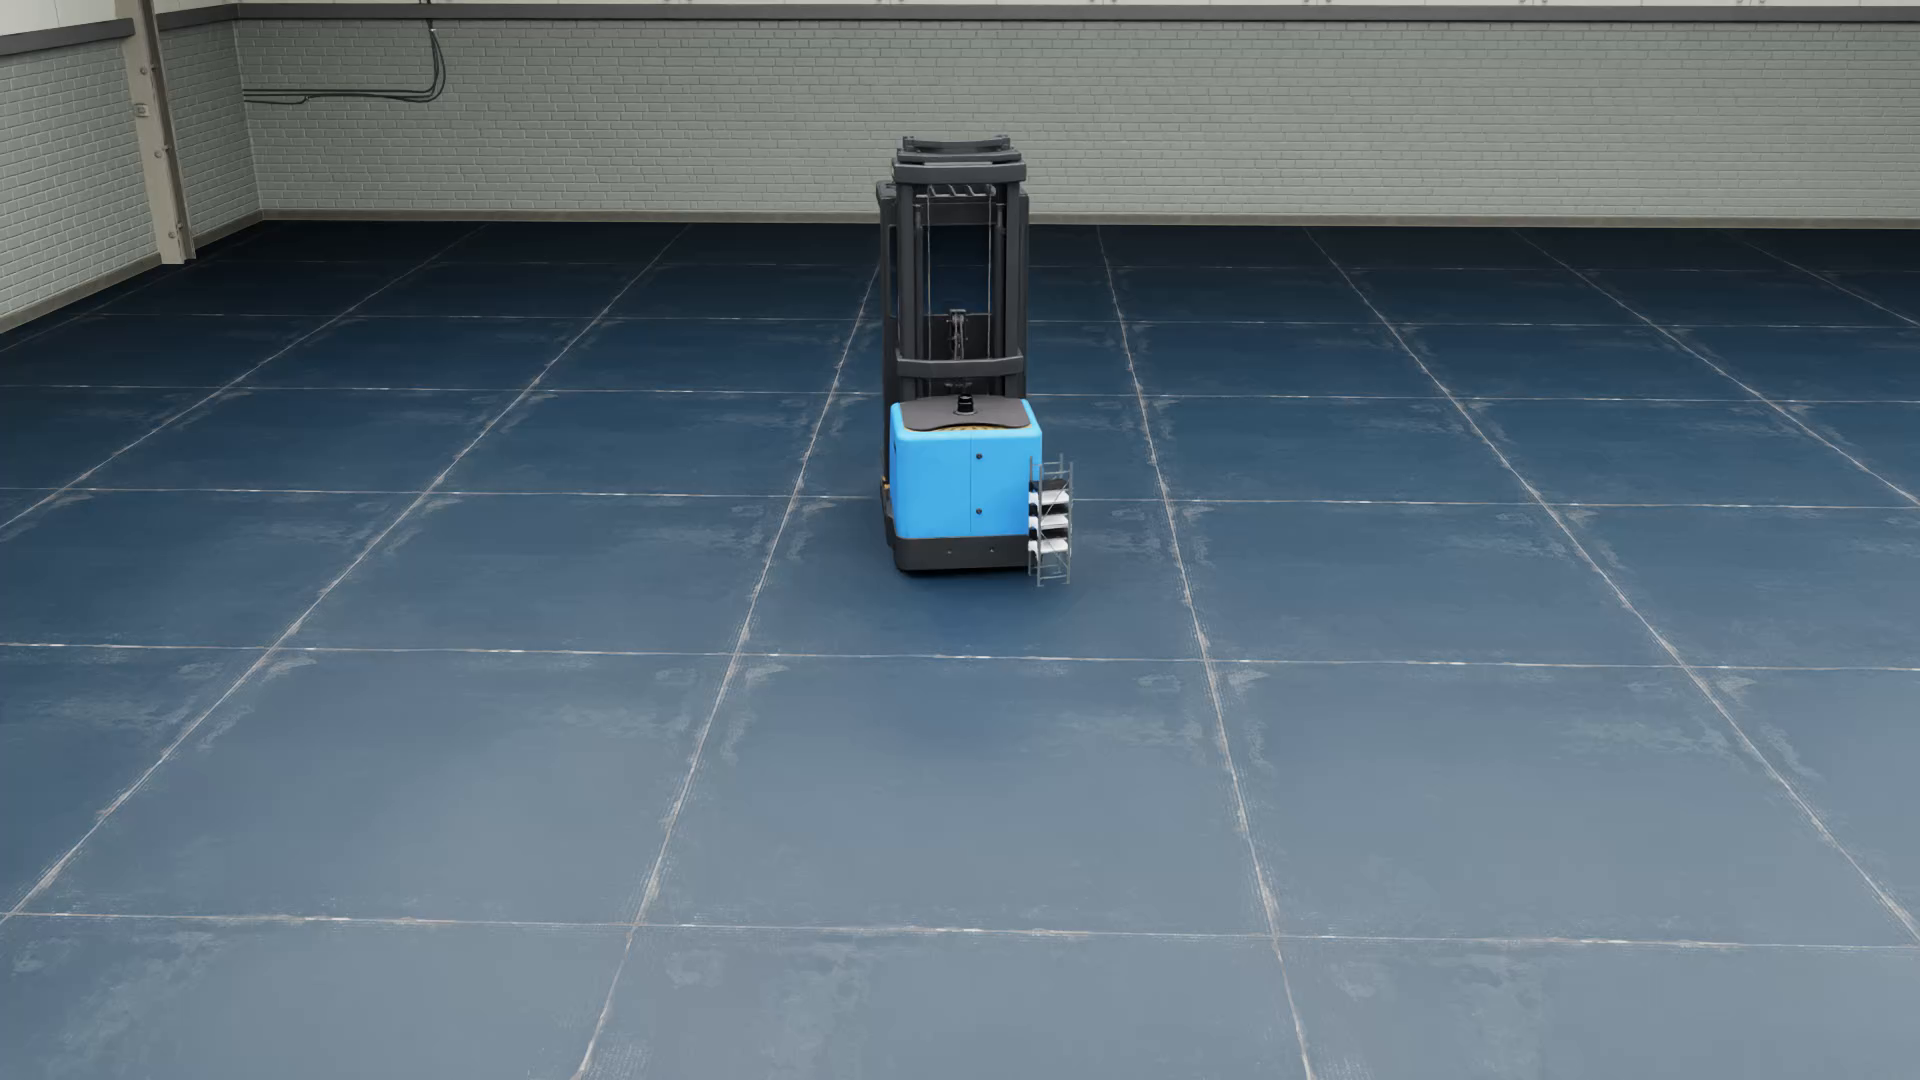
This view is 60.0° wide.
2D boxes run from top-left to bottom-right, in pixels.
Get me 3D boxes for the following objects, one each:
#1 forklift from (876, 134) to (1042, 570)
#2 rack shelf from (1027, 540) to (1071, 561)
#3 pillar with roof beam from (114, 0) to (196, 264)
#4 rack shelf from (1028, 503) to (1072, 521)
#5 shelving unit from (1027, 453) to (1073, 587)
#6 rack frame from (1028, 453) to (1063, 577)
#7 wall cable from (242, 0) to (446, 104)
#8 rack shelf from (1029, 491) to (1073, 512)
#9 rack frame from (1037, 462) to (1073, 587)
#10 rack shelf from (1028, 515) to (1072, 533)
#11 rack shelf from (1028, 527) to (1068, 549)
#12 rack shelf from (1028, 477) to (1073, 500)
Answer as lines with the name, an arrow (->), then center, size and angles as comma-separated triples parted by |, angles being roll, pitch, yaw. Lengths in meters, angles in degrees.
forklift -> -0.063, -1.644, 12.714 | 1.130, 2.935, 3.031 | -2, 21, -5
rack shelf -> 0.629, 0.062, 11.715 | 0.258, 0.077, 0.200 | -6, 22, -15
pillar with roof beam -> -6.084, -7.858, 20.340 | 9.100, 9.000, 0.400 | 1, 21, 2
rack shelf -> 0.629, -0.190, 11.617 | 0.258, 0.077, 0.200 | -6, 22, -15
shelving unit -> 0.629, -0.137, 11.638 | 0.258, 0.900, 0.210 | -6, 22, -15
rack frame -> 0.601, -0.172, 11.729 | 0.240, 0.900, 0.006 | -6, 22, -15
wall cable -> -8.975, -7.508, 23.732 | 3.097, 2.526, 0.112 | 1, 21, 2
rack shelf -> 0.629, -0.274, 11.584 | 0.258, 0.077, 0.200 | -6, 22, -15
rack frame -> 0.658, -0.102, 11.547 | 0.240, 0.900, 0.006 | -6, 22, -15
rack shelf -> 0.629, -0.106, 11.650 | 0.258, 0.077, 0.200 | -6, 22, -15
rack shelf -> 0.629, -0.022, 11.682 | 0.258, 0.077, 0.200 | -6, 22, -15
rack shelf -> 0.629, -0.357, 11.552 | 0.258, 0.077, 0.200 | -6, 22, -15
